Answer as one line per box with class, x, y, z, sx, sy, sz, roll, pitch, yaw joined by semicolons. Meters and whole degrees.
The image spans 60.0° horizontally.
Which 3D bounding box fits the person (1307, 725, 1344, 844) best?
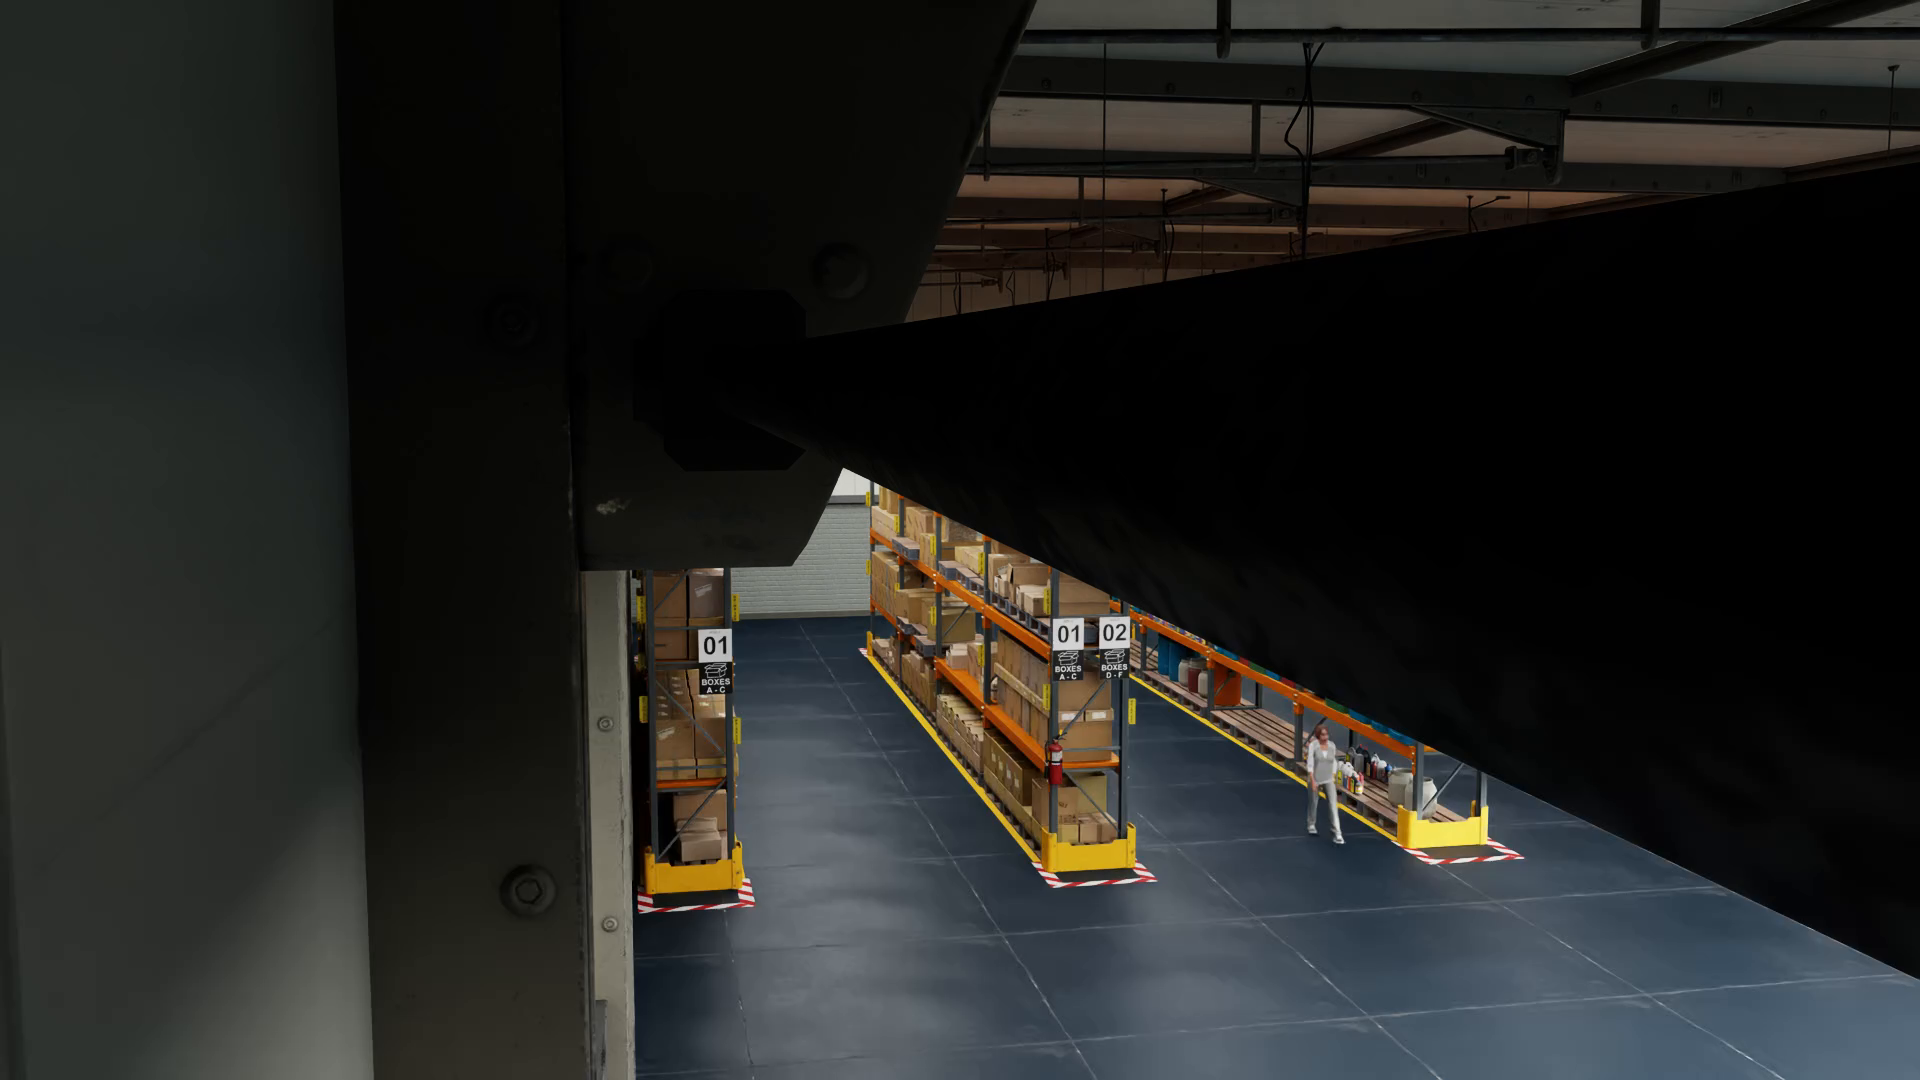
person;4.847;3.232;22.170;0.449;1.549;0.949;0;6;3
